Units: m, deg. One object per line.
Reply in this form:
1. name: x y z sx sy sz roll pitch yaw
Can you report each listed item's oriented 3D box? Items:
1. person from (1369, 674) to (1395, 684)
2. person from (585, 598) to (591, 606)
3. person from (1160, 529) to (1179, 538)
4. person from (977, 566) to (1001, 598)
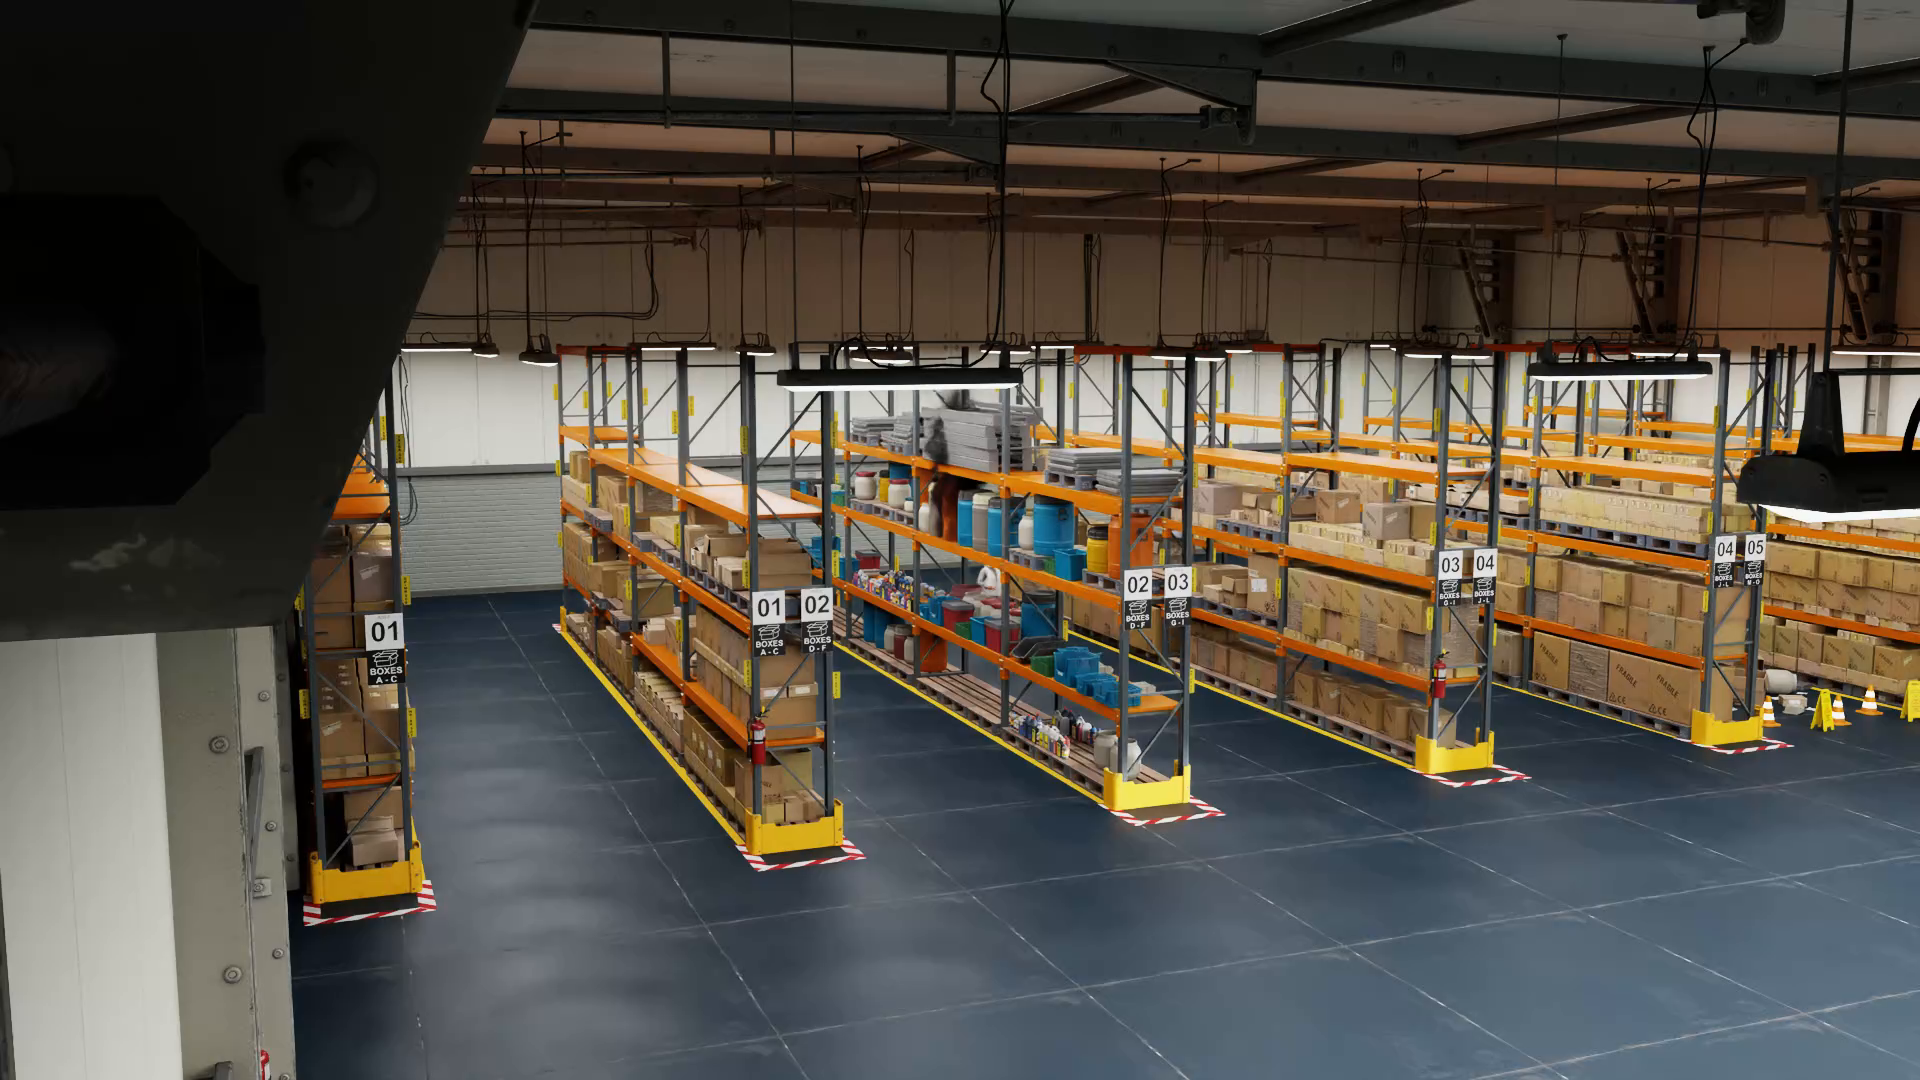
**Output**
1. person: 7.689 1.716 29.854 0.653 1.700 0.646 -3 8 -24
2. person: -8.181 0.783 37.343 0.771 1.585 0.540 5 9 33
3. person: 5.147 0.346 41.007 0.599 1.705 0.749 4 8 26
4. person: 0.670 1.117 34.334 0.669 1.733 0.760 -4 8 -28
